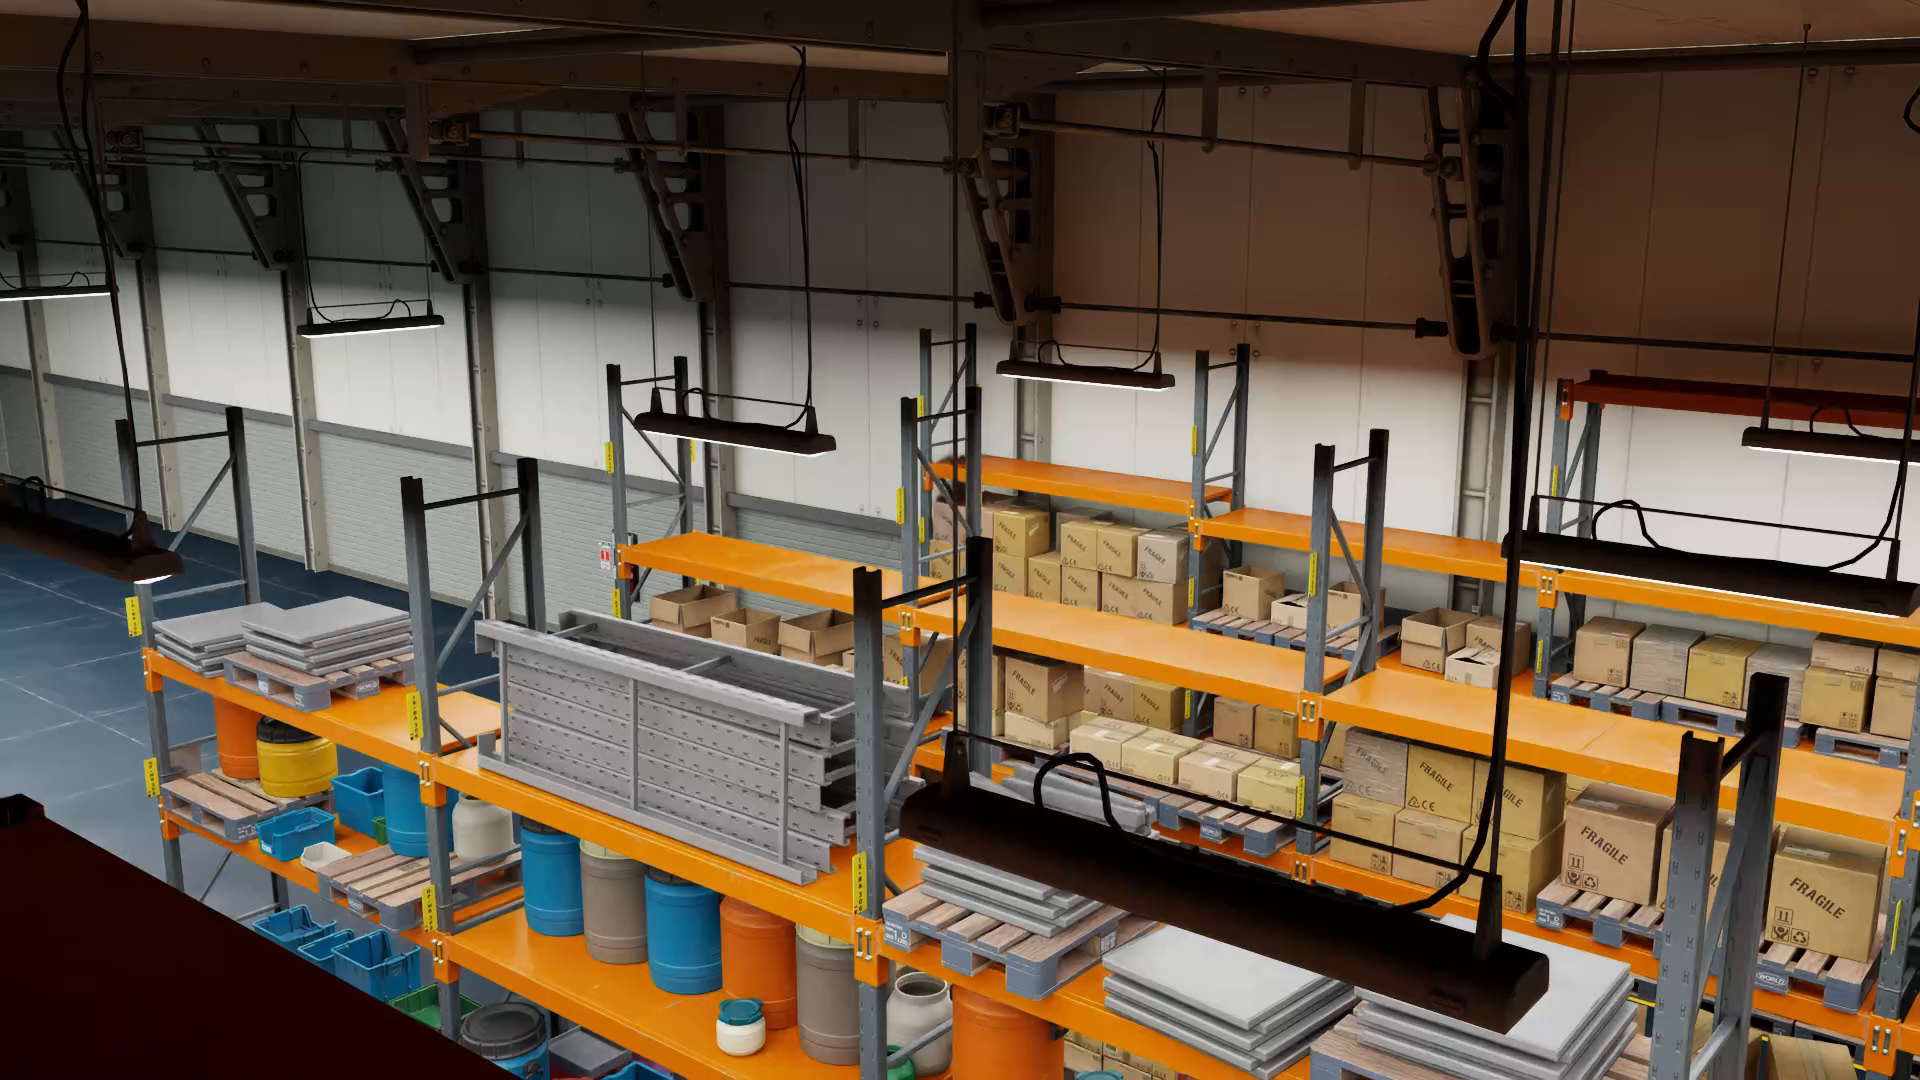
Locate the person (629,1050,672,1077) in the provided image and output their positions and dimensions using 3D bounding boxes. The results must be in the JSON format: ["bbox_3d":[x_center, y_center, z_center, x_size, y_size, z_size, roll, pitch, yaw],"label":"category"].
[{"bbox_3d":[-2.527,4.340,13.526,0.515,1.570,0.469,11,17,41],"label":"person"}]
